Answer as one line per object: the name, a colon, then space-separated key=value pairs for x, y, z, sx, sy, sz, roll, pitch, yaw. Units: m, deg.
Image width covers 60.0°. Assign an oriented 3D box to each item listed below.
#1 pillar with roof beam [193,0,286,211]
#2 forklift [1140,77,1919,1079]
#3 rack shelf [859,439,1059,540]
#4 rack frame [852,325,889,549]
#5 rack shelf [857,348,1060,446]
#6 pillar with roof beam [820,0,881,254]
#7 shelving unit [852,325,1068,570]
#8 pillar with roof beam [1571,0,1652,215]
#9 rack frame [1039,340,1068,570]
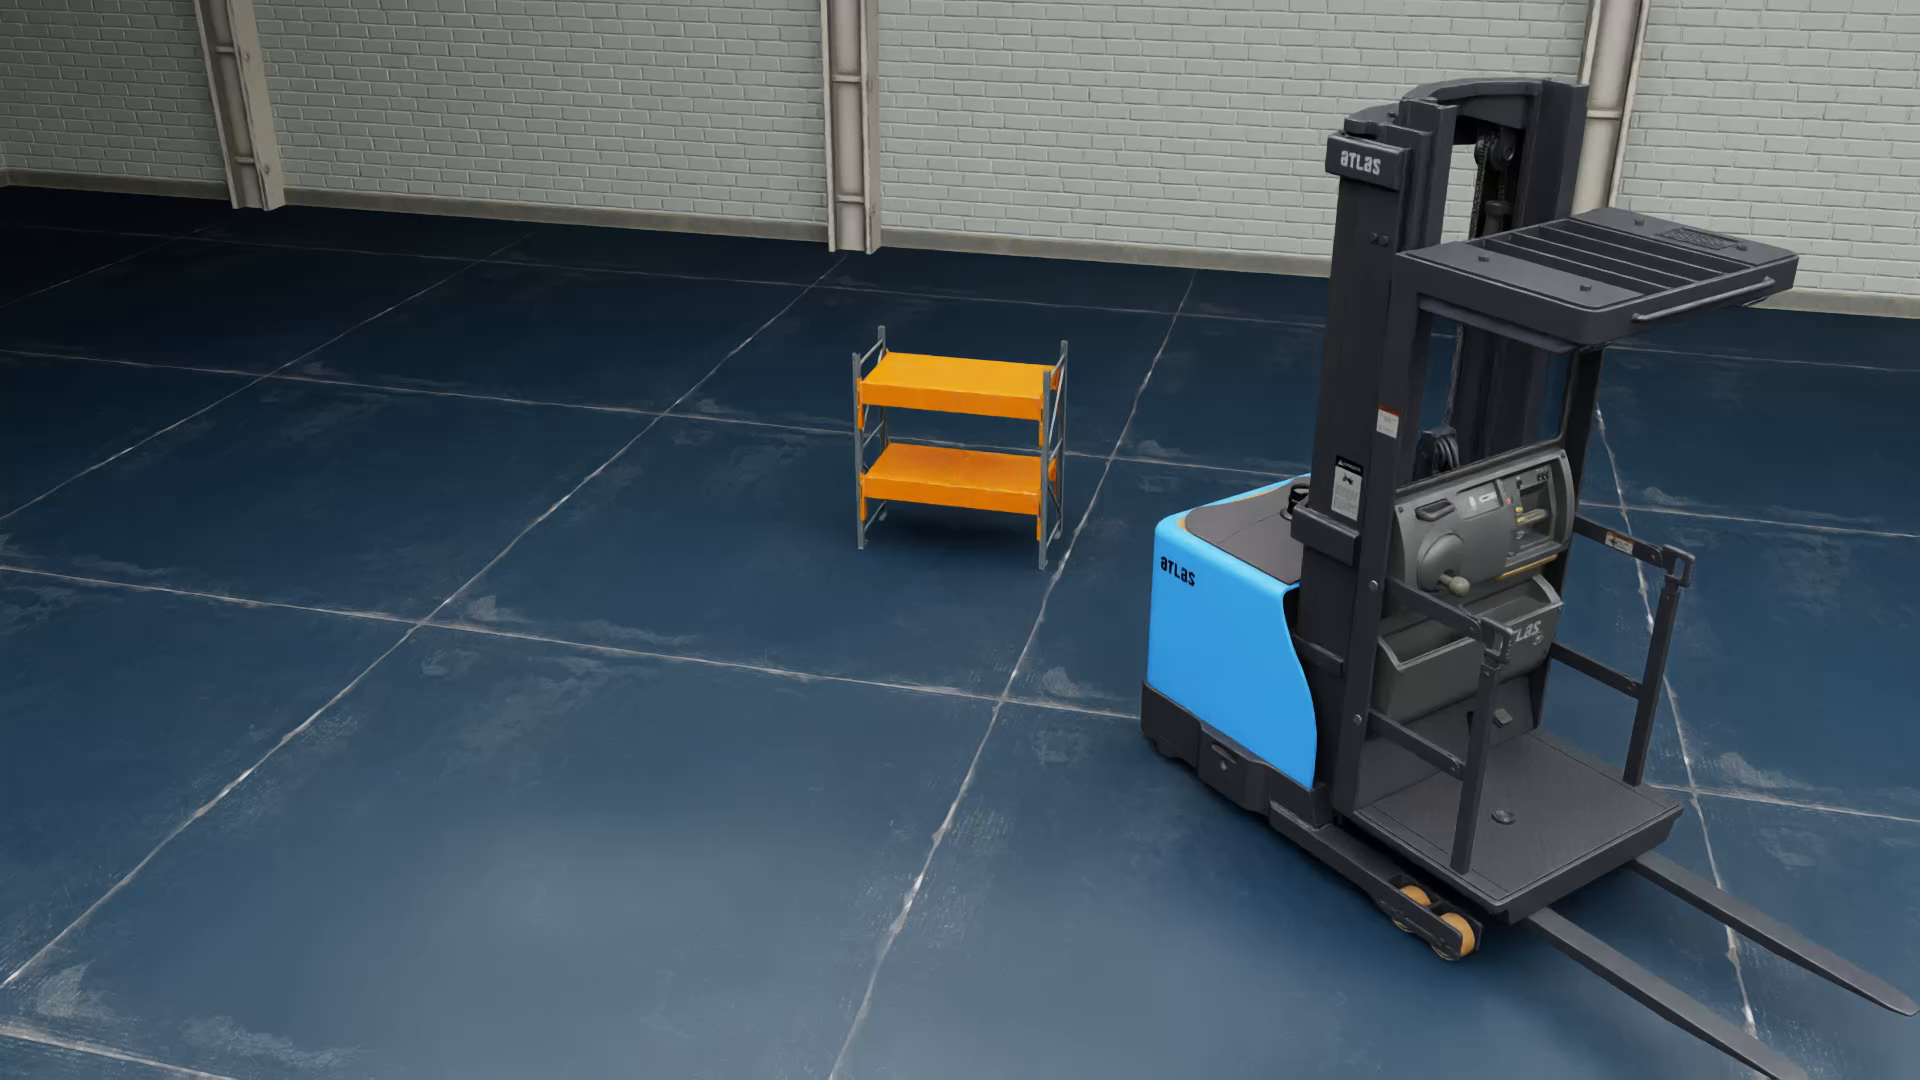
pillar with roof beam: x=-7.806 y=-5.484 z=10.300 sx=0.400 sy=9.000 sz=9.100 roll=6 pitch=26 yaw=13
forklift: x=2.041 y=-0.033 z=5.909 sx=1.130 sy=2.935 sz=3.031 roll=-16 pitch=30 yaw=-31
rack shelf: x=0.007 y=-0.286 z=9.112 sx=1.000 sy=0.278 sz=0.538 roll=6 pitch=26 yaw=13
rack frame: x=-0.486 y=-0.562 z=9.121 sx=0.032 sy=1.125 sz=0.500 roll=6 pitch=26 yaw=13
rack shelf: x=0.007 y=-0.771 z=8.881 sx=1.000 sy=0.278 sz=0.538 roll=6 pitch=26 yaw=13
pillar with roof beam: x=-1.995 y=-4.841 z=8.950 sx=0.400 sy=9.000 sz=9.100 roll=6 pitch=26 yaw=13
shelving unit: x=0.007 y=-0.507 z=9.007 sx=1.048 sy=1.125 sz=0.538 roll=6 pitch=26 yaw=13
pillar with roof beam: x=3.816 y=-4.199 z=7.601 sx=0.400 sy=9.000 sz=9.100 roll=6 pitch=26 yaw=13
rack frame: x=0.499 y=-0.453 z=8.892 sx=0.032 sy=1.125 sz=0.500 roll=6 pitch=26 yaw=13
